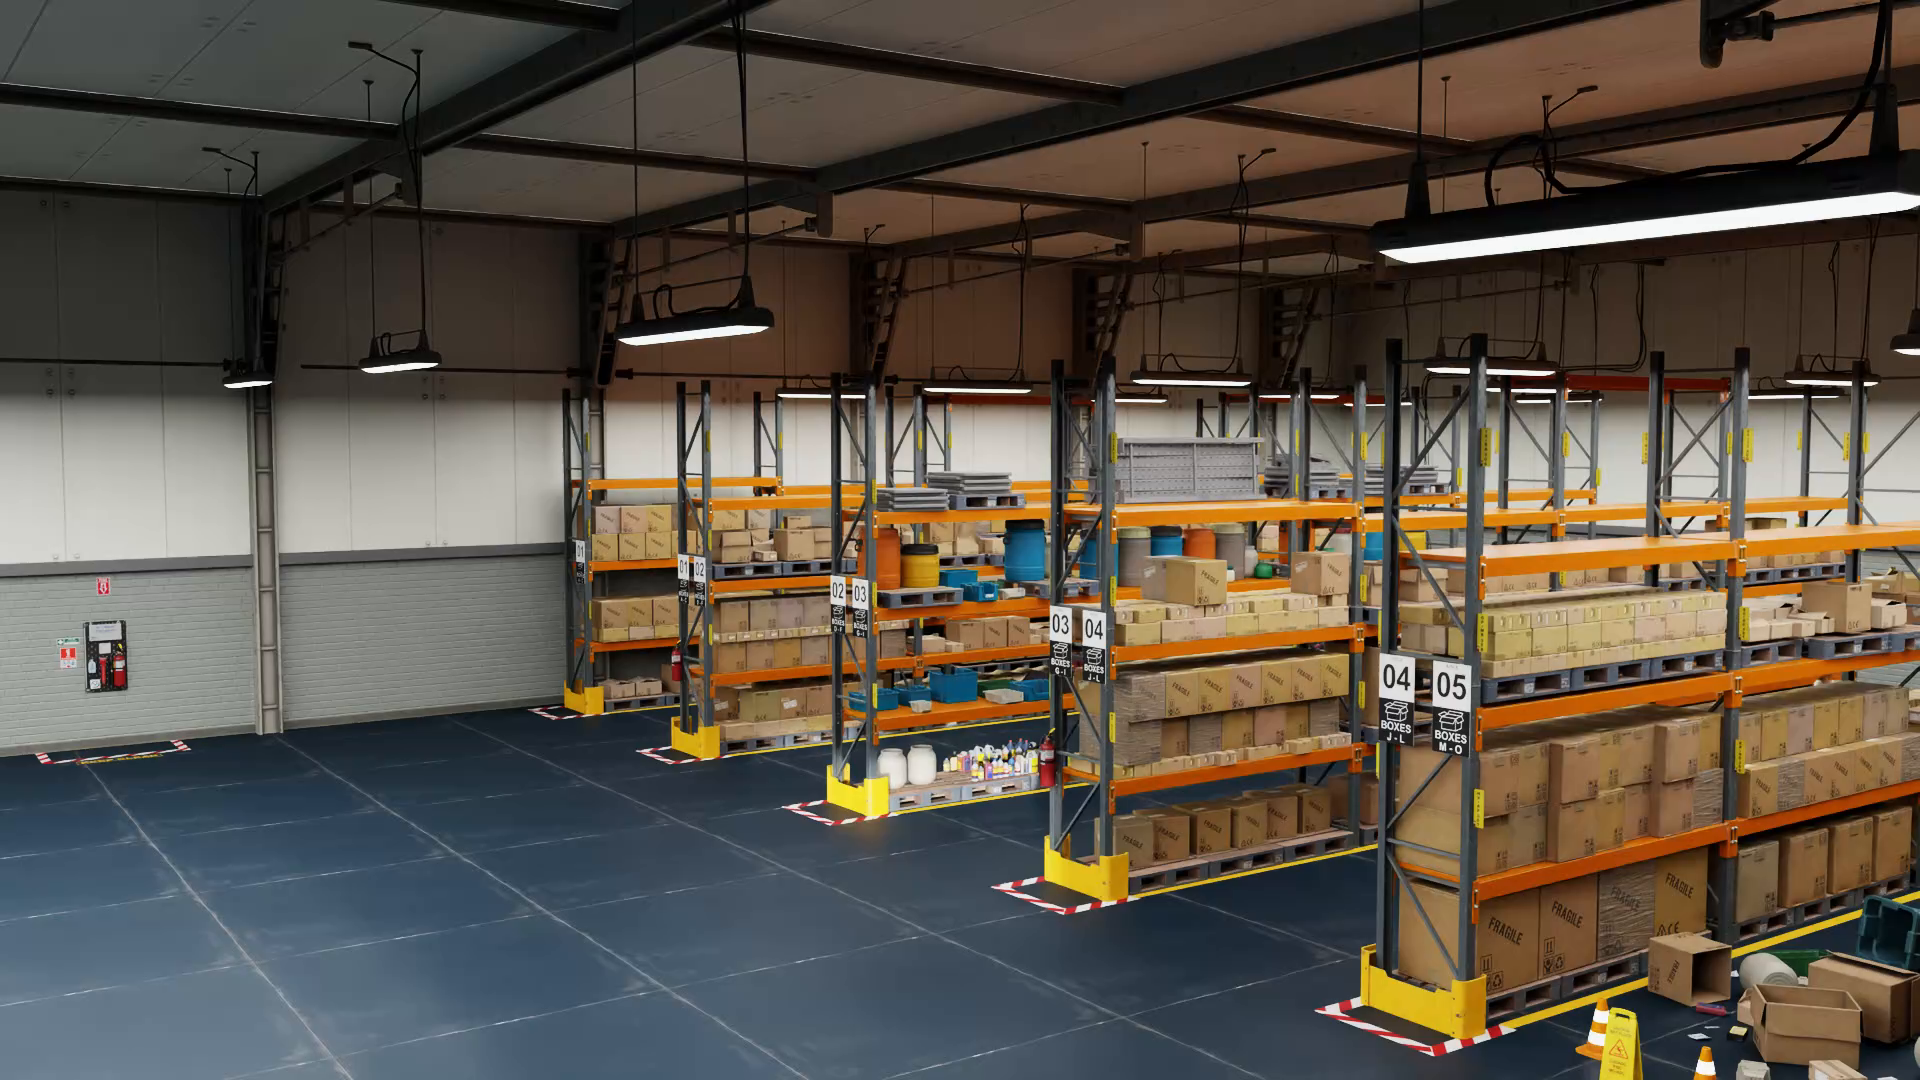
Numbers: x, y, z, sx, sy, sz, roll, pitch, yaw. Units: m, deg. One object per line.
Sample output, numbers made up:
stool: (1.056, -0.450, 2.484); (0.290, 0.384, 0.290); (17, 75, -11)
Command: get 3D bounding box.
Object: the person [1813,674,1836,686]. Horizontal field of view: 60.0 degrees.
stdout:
person: (12.843, 2.681, 24.840); (0.972, 1.740, 0.679); (-3, 5, -37)
